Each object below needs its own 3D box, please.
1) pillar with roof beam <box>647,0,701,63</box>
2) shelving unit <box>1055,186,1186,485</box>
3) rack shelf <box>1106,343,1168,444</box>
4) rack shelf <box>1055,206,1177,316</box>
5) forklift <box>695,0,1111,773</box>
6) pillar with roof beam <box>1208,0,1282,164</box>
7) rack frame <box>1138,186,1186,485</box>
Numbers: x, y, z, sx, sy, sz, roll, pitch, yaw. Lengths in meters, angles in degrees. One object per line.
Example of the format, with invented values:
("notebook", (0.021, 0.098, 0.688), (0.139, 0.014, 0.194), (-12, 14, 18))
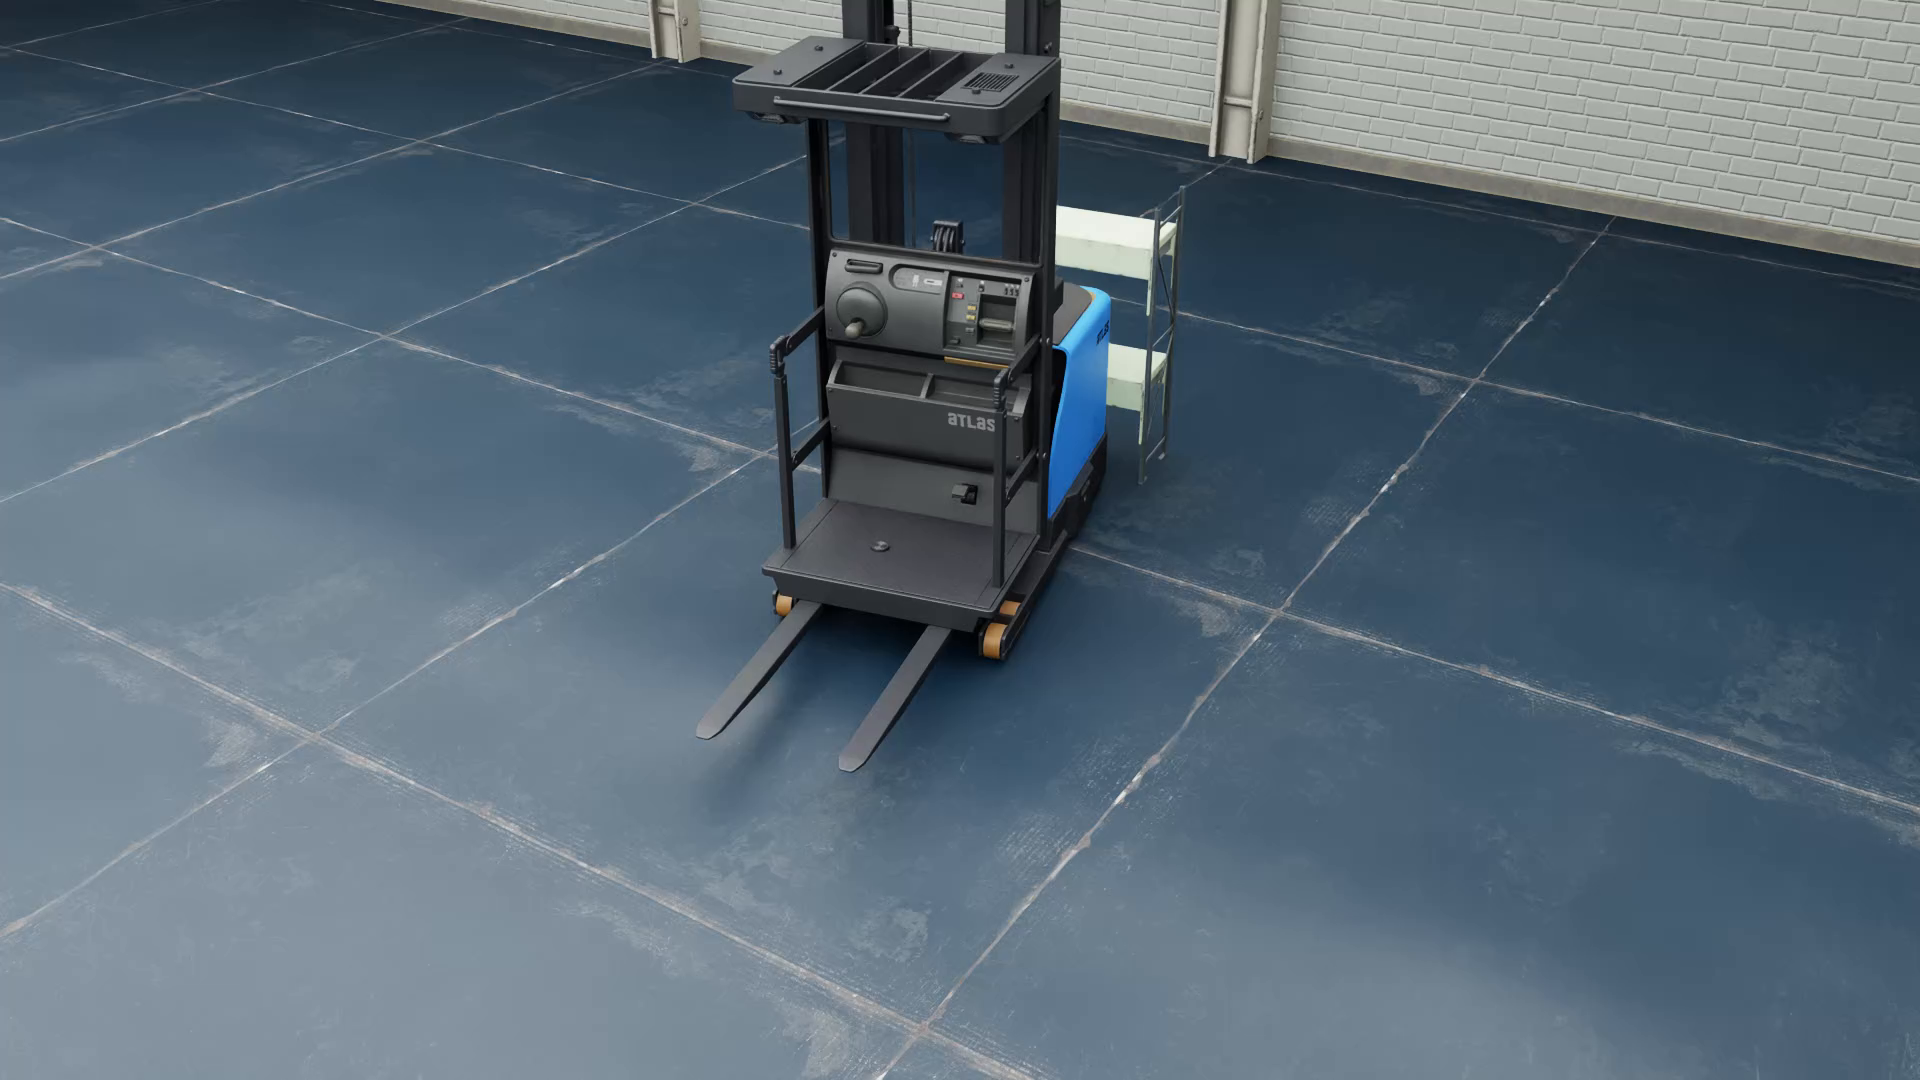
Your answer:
("pillar with roof beam", (-5.082, -6.825, 11.019), (0.400, 9.000, 9.100), (18, 35, 27))
("shelving unit", (0.701, -1.107, 8.659), (0.755, 1.500, 0.431), (13, 33, 21))
("rack shelf", (0.701, -0.825, 8.823), (0.720, 0.370, 0.431), (13, 33, 21))
("rack shelf", (0.701, -1.444, 8.462), (0.720, 0.370, 0.431), (13, 33, 21))
("forklift", (-0.211, -0.969, 7.002), (1.130, 2.935, 3.031), (10, 32, 17))
("pillar with roof beam", (0.000, -5.218, 8.264), (0.400, 9.000, 9.100), (18, 35, 27))
("rack frame", (1.032, -1.029, 8.525), (0.023, 1.500, 0.400), (13, 33, 21))
